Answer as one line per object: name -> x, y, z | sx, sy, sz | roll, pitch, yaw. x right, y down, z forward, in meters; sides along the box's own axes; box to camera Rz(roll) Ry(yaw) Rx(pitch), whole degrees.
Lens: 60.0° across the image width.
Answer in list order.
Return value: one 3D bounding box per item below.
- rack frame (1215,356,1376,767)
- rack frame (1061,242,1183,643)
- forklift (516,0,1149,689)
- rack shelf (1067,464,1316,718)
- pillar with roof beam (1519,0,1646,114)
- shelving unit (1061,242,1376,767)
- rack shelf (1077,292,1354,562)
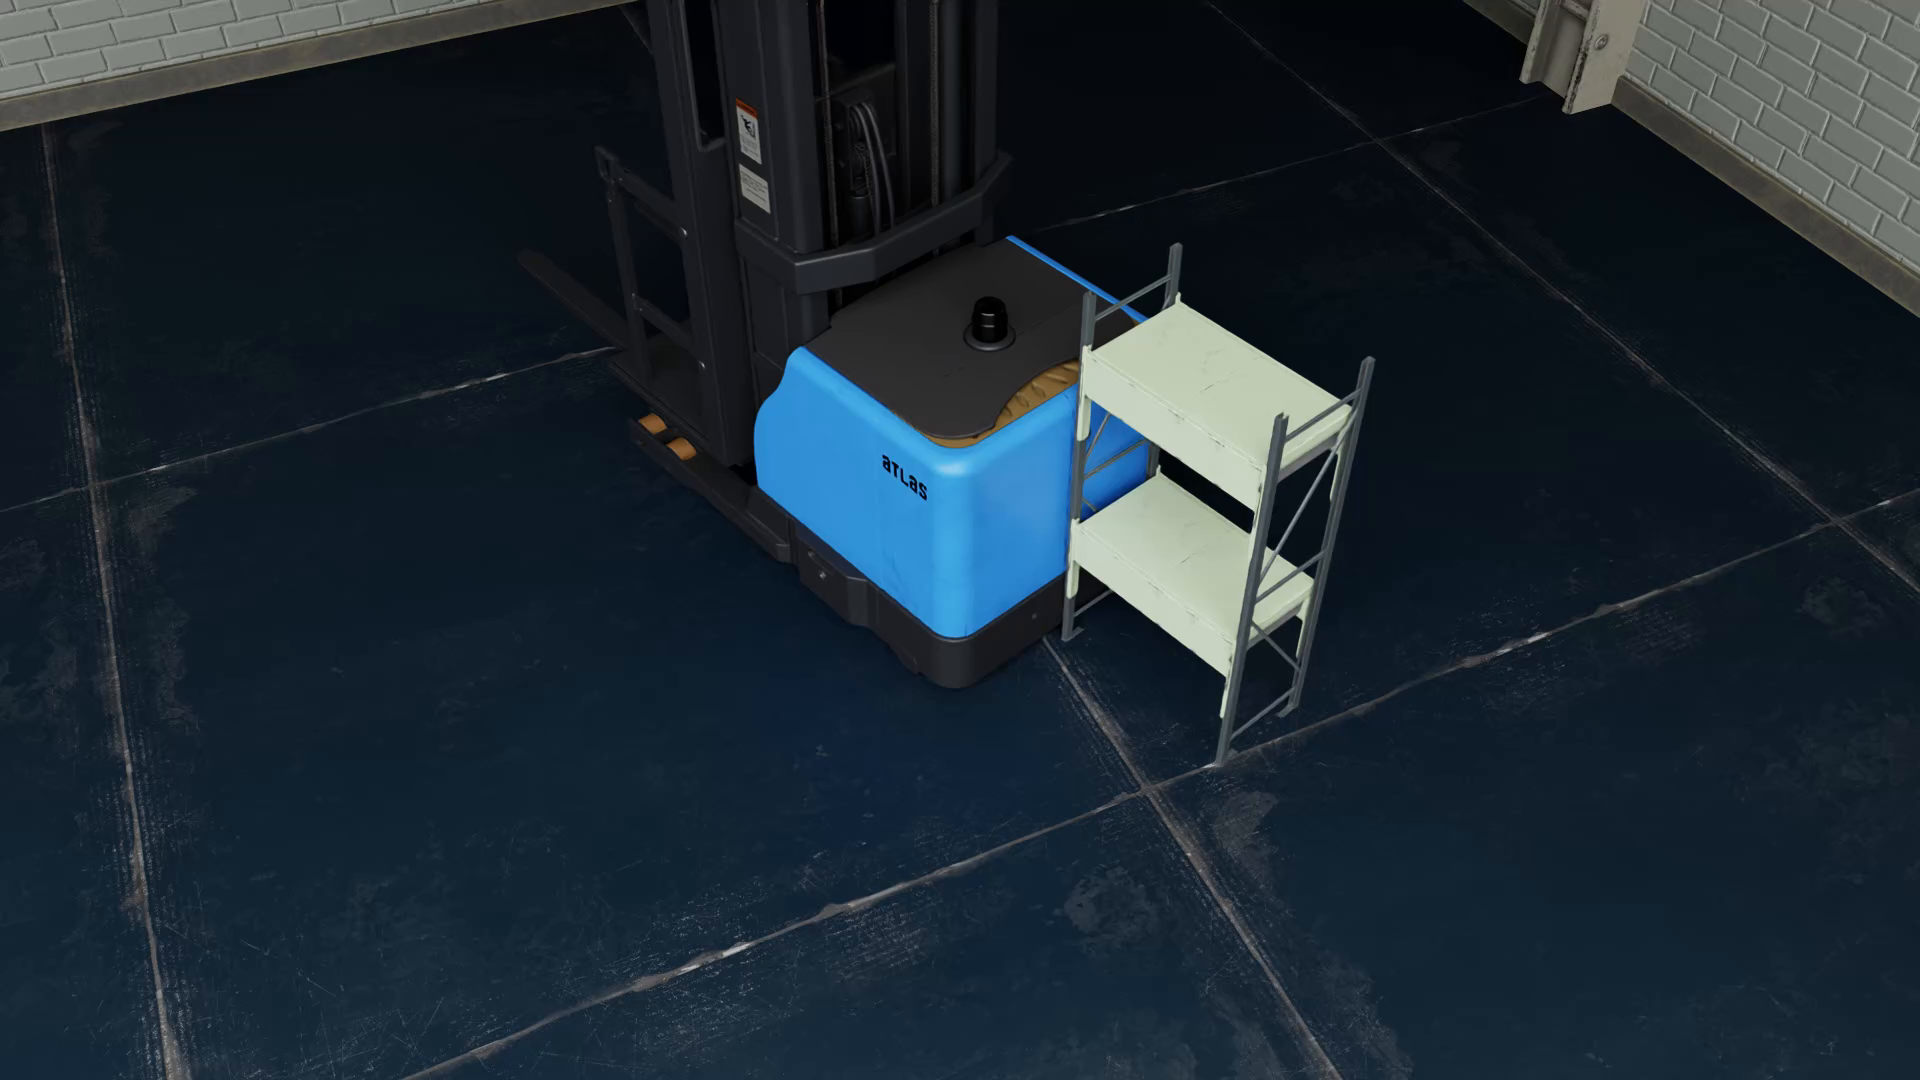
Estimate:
rack frame -> 0.999, 0.118, 5.063 | 0.400, 1.500, 0.023 | -32, 53, -28
rack frame -> 0.516, -0.268, 5.454 | 0.400, 1.500, 0.023 | -32, 53, -28
forklift -> -0.656, -1.491, 5.675 | 1.130, 2.935, 3.031 | -33, 53, -29
rack shelf -> 0.758, 0.157, 5.487 | 0.431, 0.370, 0.720 | -32, 53, -28
pillar with roof beam -> -0.764, -4.261, 4.162 | 9.100, 9.000, 0.400 | -18, 47, -17
shelving unit -> 0.758, -0.075, 5.258 | 0.431, 1.500, 0.755 | -32, 53, -28
rack shelf -> 0.758, -0.353, 4.984 | 0.431, 0.370, 0.720 | -32, 53, -28
